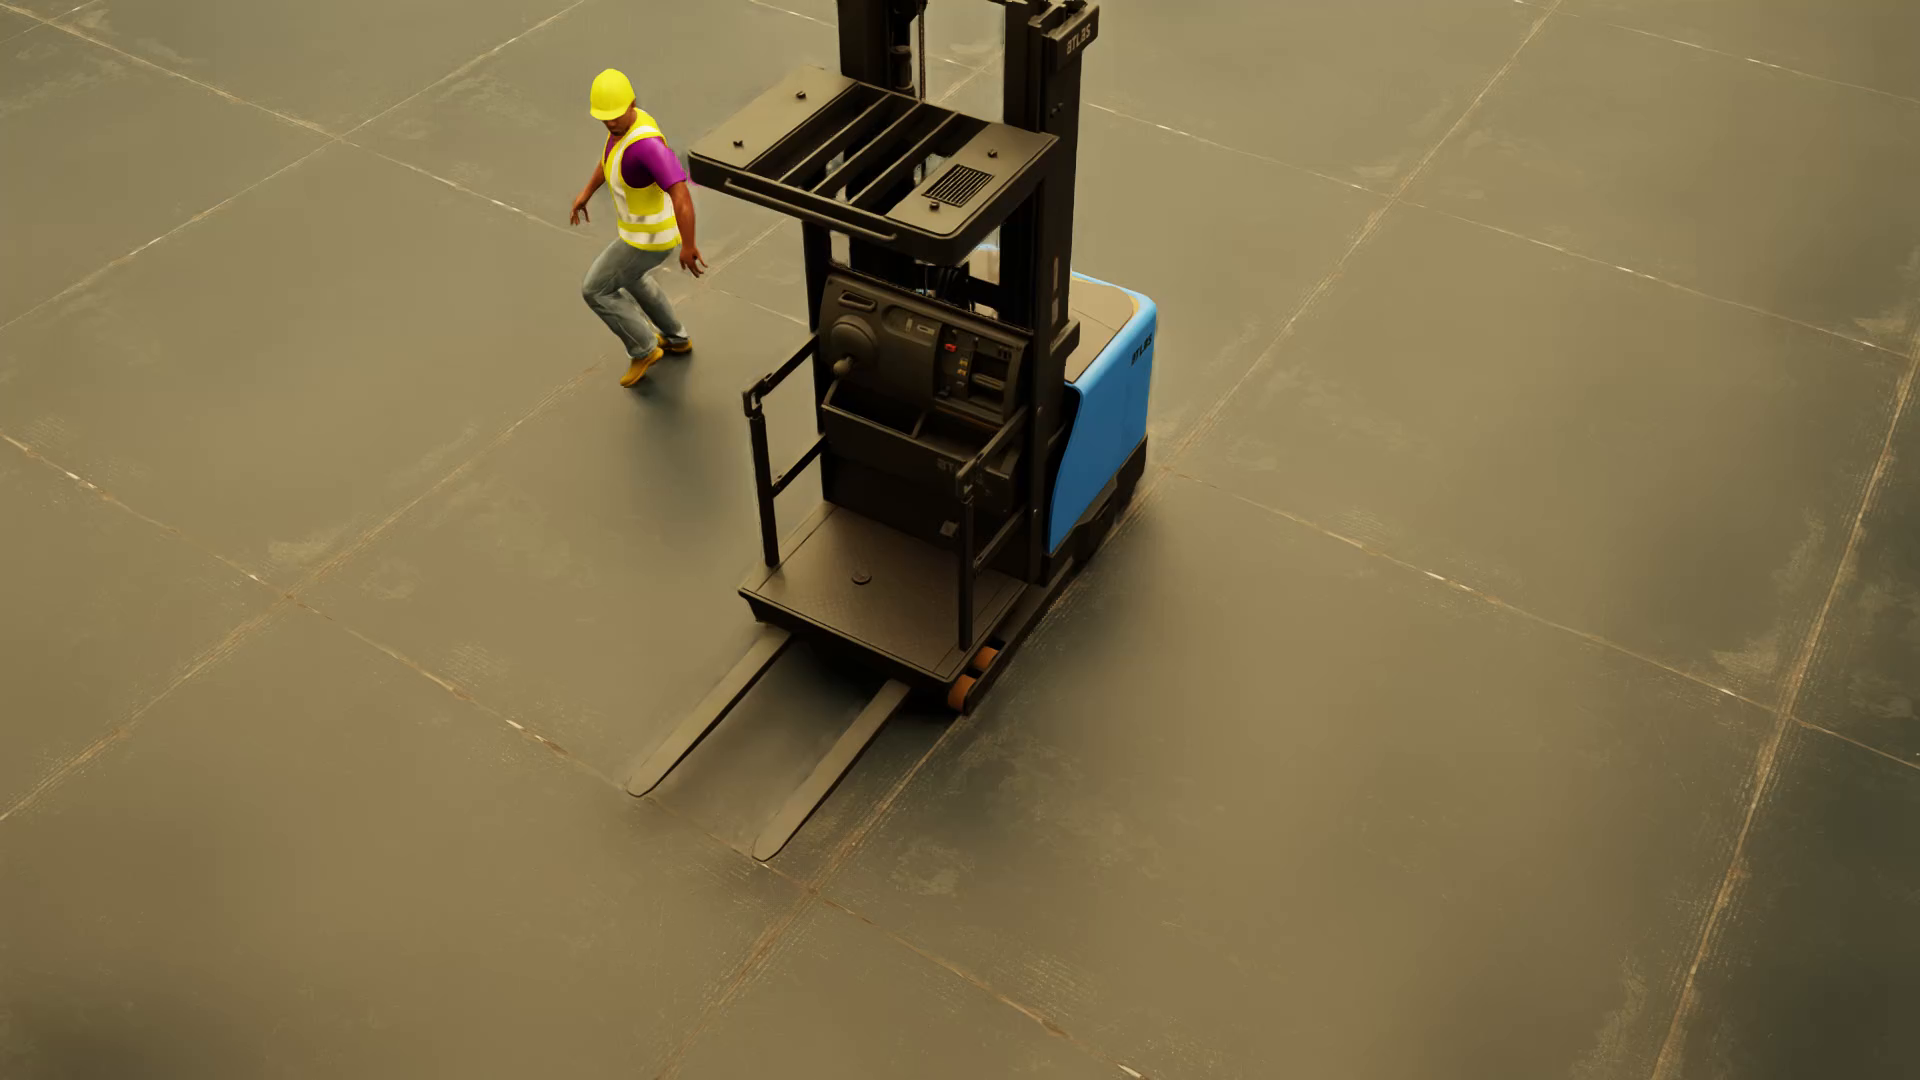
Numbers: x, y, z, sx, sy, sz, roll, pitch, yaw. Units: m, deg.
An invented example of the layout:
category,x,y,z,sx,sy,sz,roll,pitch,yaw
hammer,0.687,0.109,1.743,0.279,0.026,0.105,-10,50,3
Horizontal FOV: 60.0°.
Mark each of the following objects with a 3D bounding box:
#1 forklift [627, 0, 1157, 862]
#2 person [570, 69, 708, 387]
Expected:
category,x,y,z,sx,sy,sz,roll,pitch,yaw
forklift,-0.269,-0.684,6.569,1.130,2.935,3.031,22,48,22
person,-1.627,-1.578,8.436,0.753,1.713,0.753,-1,43,-1
